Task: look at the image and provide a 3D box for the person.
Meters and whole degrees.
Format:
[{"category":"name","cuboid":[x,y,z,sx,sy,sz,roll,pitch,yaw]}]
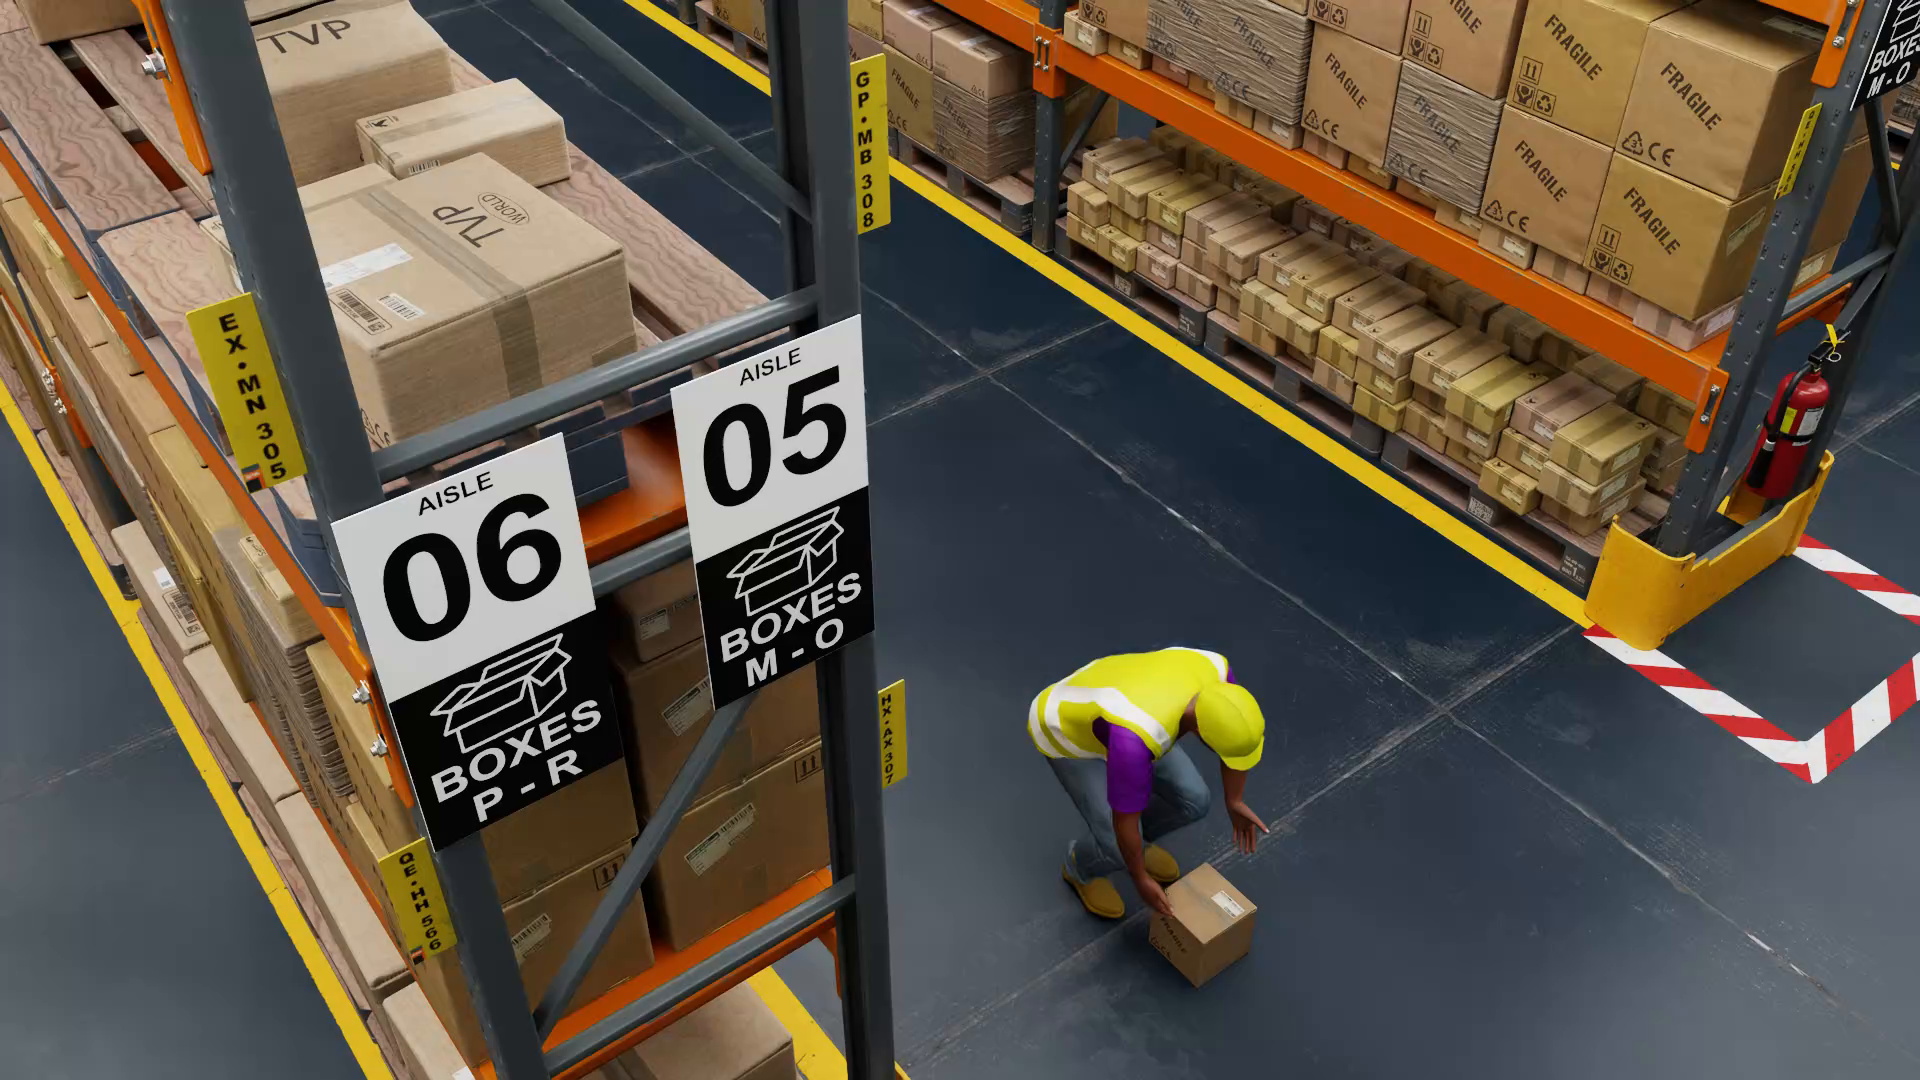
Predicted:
[{"category":"person","cuboid":[0.644,0.771,5.667,0.619,1.196,0.847,-26,47,-28]}]
